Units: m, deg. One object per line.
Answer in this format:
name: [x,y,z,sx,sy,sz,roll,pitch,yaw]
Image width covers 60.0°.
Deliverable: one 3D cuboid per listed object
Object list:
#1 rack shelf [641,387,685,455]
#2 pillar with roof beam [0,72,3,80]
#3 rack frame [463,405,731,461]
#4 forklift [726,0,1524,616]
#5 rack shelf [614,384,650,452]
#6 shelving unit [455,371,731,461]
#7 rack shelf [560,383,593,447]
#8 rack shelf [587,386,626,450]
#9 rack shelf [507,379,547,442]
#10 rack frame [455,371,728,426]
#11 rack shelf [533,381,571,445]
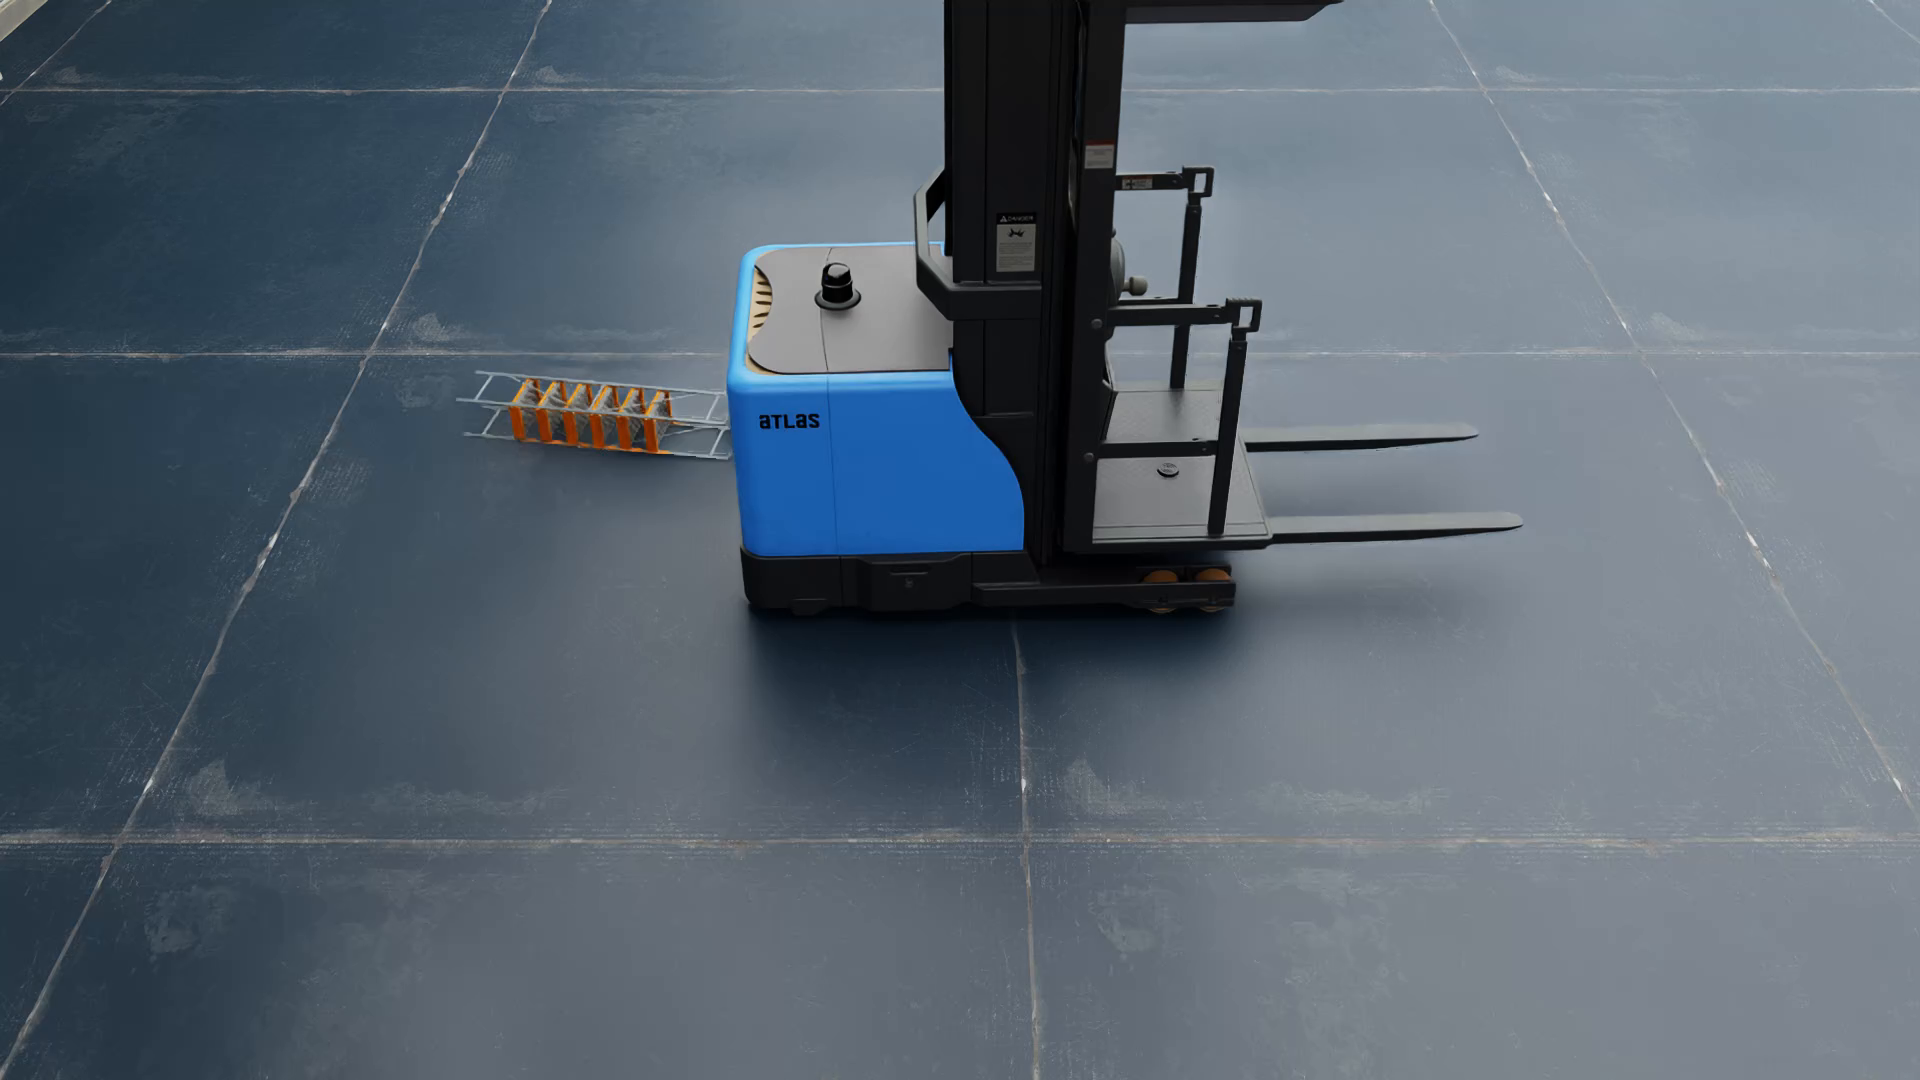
rack shelf: [-1.293,-0.520,7.244,0.103,0.180,0.258,6,39,7]
pillar with roof beam: [-1.798,-6.266,7.374,9.100,9.000,0.400,0,39,0]
rack frame: [-1.574,-0.476,7.335,1.200,0.006,0.240,6,39,7]
forklift: [0.667,-1.195,5.897,3.031,2.935,1.130,-2,39,-2]
rack shelf: [-1.412,-0.531,7.258,0.103,0.180,0.258,6,39,7]
shelving unit: [-1.574,-0.547,7.278,1.200,0.189,0.258,6,39,7]
rack shelf: [-1.649,-0.555,7.287,0.103,0.180,0.258,6,39,7]
rack shelf: [-1.530,-0.543,7.273,0.103,0.180,0.258,6,39,7]
rack shelf: [-1.886,-0.578,7.316,0.103,0.180,0.258,6,39,7]
rack frame: [-1.574,-0.619,7.221,1.200,0.006,0.240,6,39,7]
rack shelf: [-1.767,-0.566,7.302,0.103,0.180,0.258,6,39,7]
